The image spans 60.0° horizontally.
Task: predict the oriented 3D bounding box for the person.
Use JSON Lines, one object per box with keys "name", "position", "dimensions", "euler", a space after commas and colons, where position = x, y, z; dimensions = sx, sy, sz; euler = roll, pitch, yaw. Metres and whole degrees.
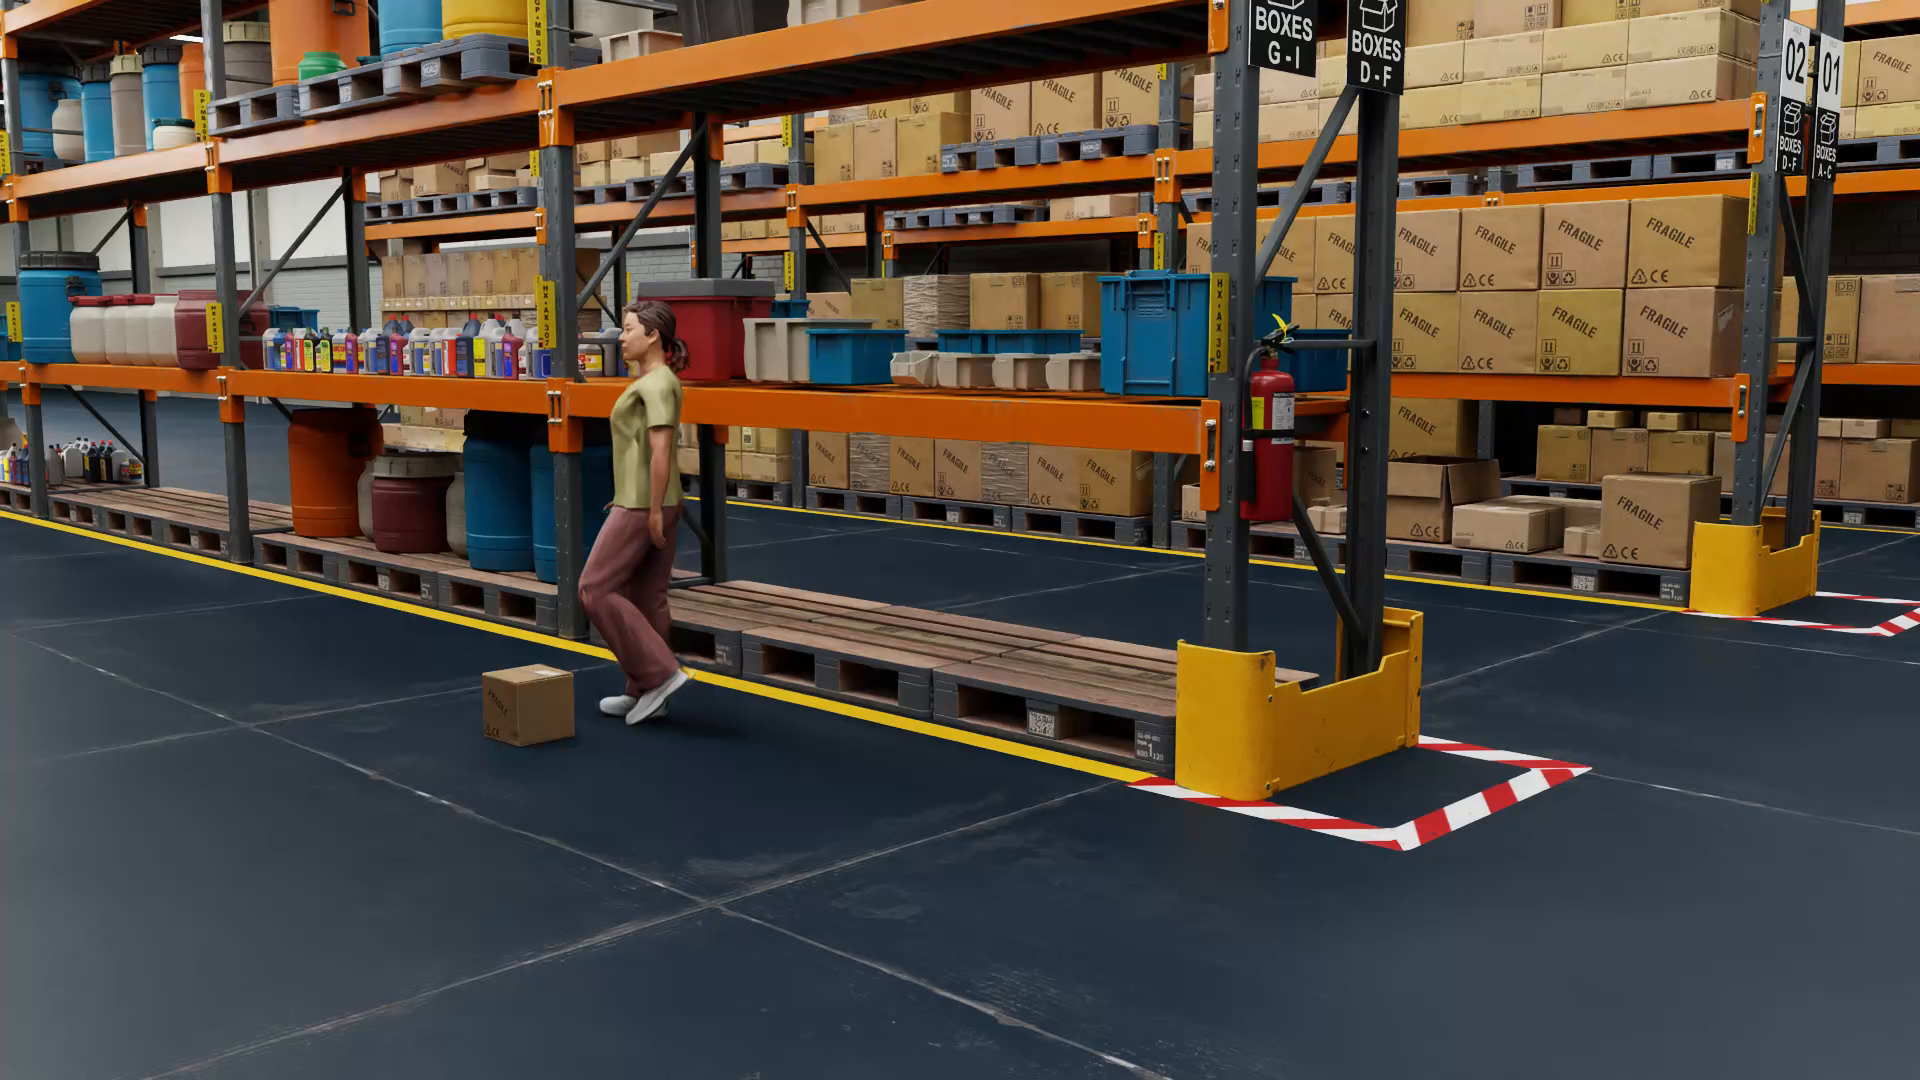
{"name": "person", "position": [-1.270, -0.112, 6.619], "dimensions": [0.445, 1.669, 0.522], "euler": [0, 7, -1]}
